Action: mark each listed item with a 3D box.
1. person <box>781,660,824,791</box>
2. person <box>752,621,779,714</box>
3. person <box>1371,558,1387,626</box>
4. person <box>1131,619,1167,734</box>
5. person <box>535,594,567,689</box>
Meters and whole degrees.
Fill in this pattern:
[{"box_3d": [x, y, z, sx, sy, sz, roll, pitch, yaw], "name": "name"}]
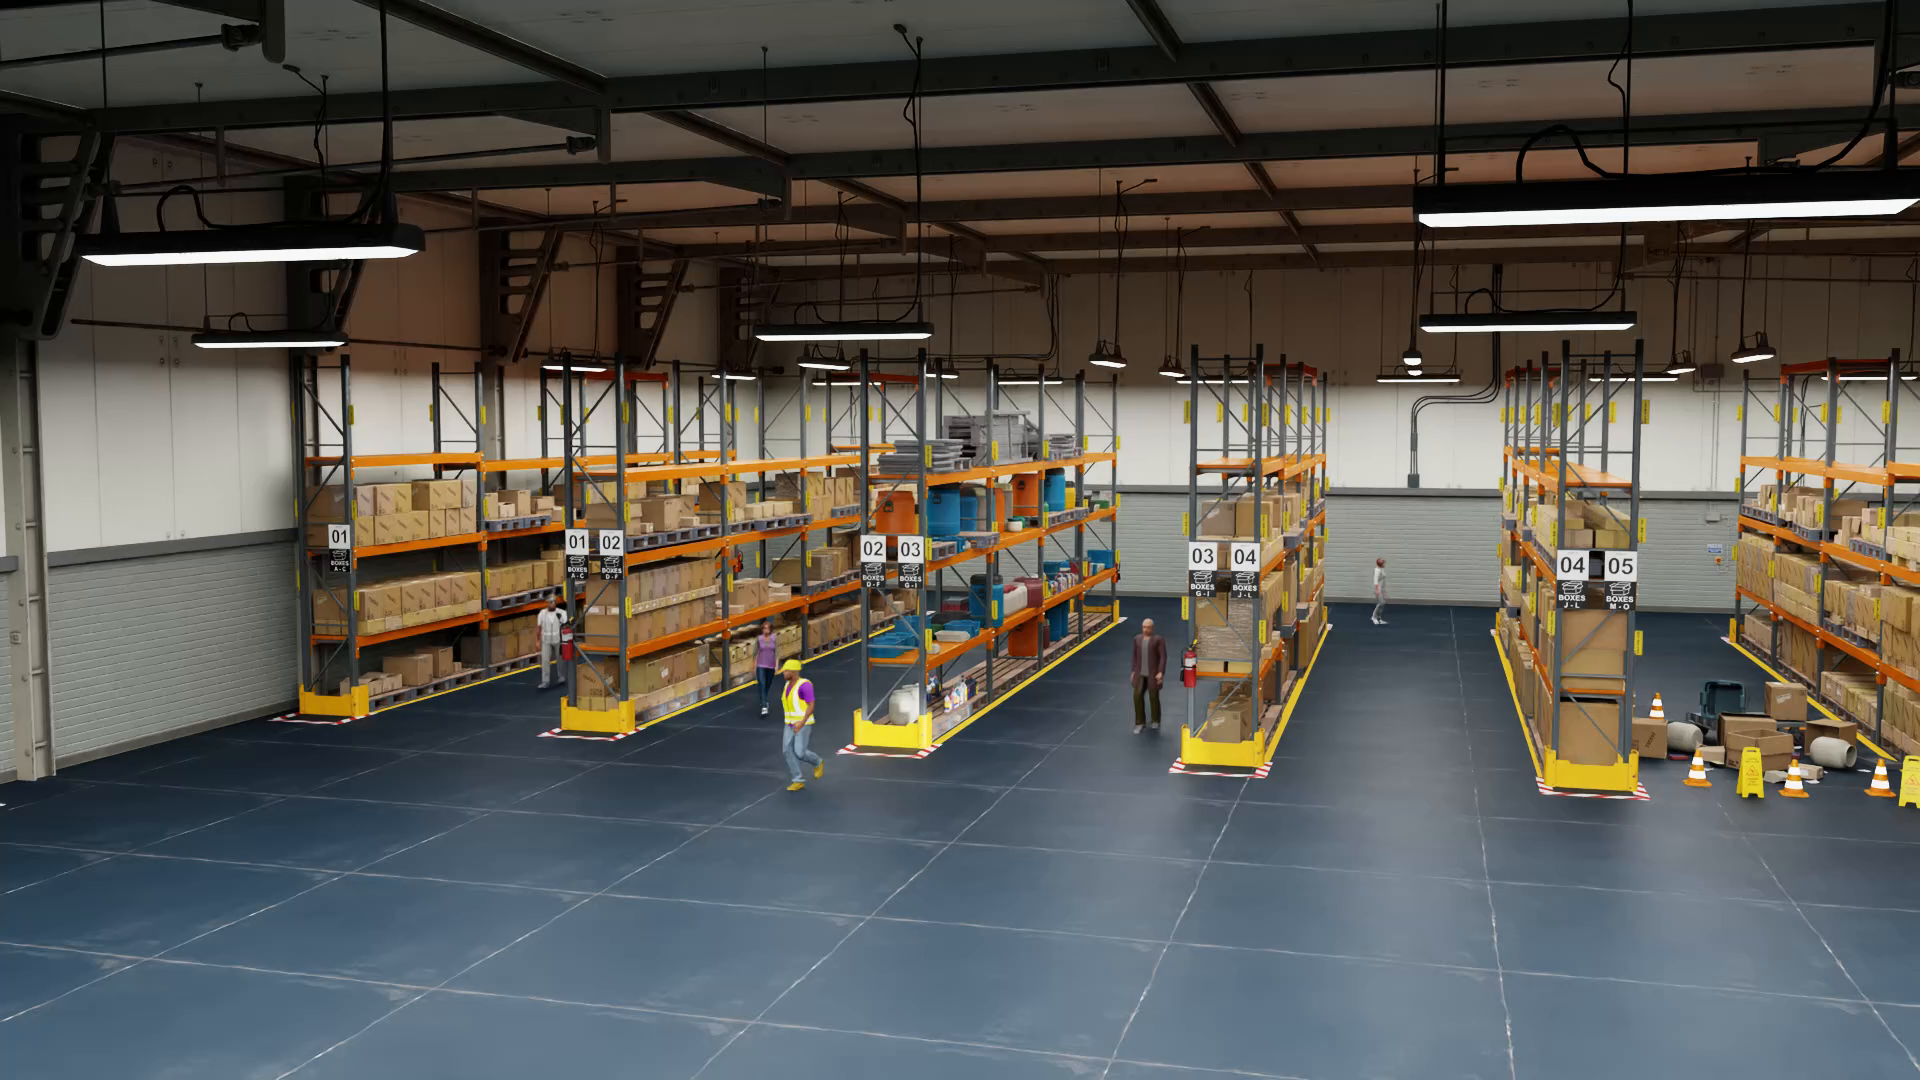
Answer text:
[{"box_3d": [-2.139, 2.467, 22.354, 0.626, 1.734, 0.646, 4, 6, 43], "name": "person"}, {"box_3d": [-3.241, 2.122, 27.830, 0.441, 1.539, 0.978, -2, 5, -25], "name": "person"}, {"box_3d": [10.021, 1.236, 39.704, 0.355, 1.616, 0.478, 3, 5, 32], "name": "person"}, {"box_3d": [2.978, 2.216, 26.354, 0.651, 1.709, 0.659, 3, 5, 31], "name": "person"}, {"box_3d": [-7.488, 1.837, 30.521, 0.663, 1.706, 1.089, 0, 4, -3], "name": "person"}]
